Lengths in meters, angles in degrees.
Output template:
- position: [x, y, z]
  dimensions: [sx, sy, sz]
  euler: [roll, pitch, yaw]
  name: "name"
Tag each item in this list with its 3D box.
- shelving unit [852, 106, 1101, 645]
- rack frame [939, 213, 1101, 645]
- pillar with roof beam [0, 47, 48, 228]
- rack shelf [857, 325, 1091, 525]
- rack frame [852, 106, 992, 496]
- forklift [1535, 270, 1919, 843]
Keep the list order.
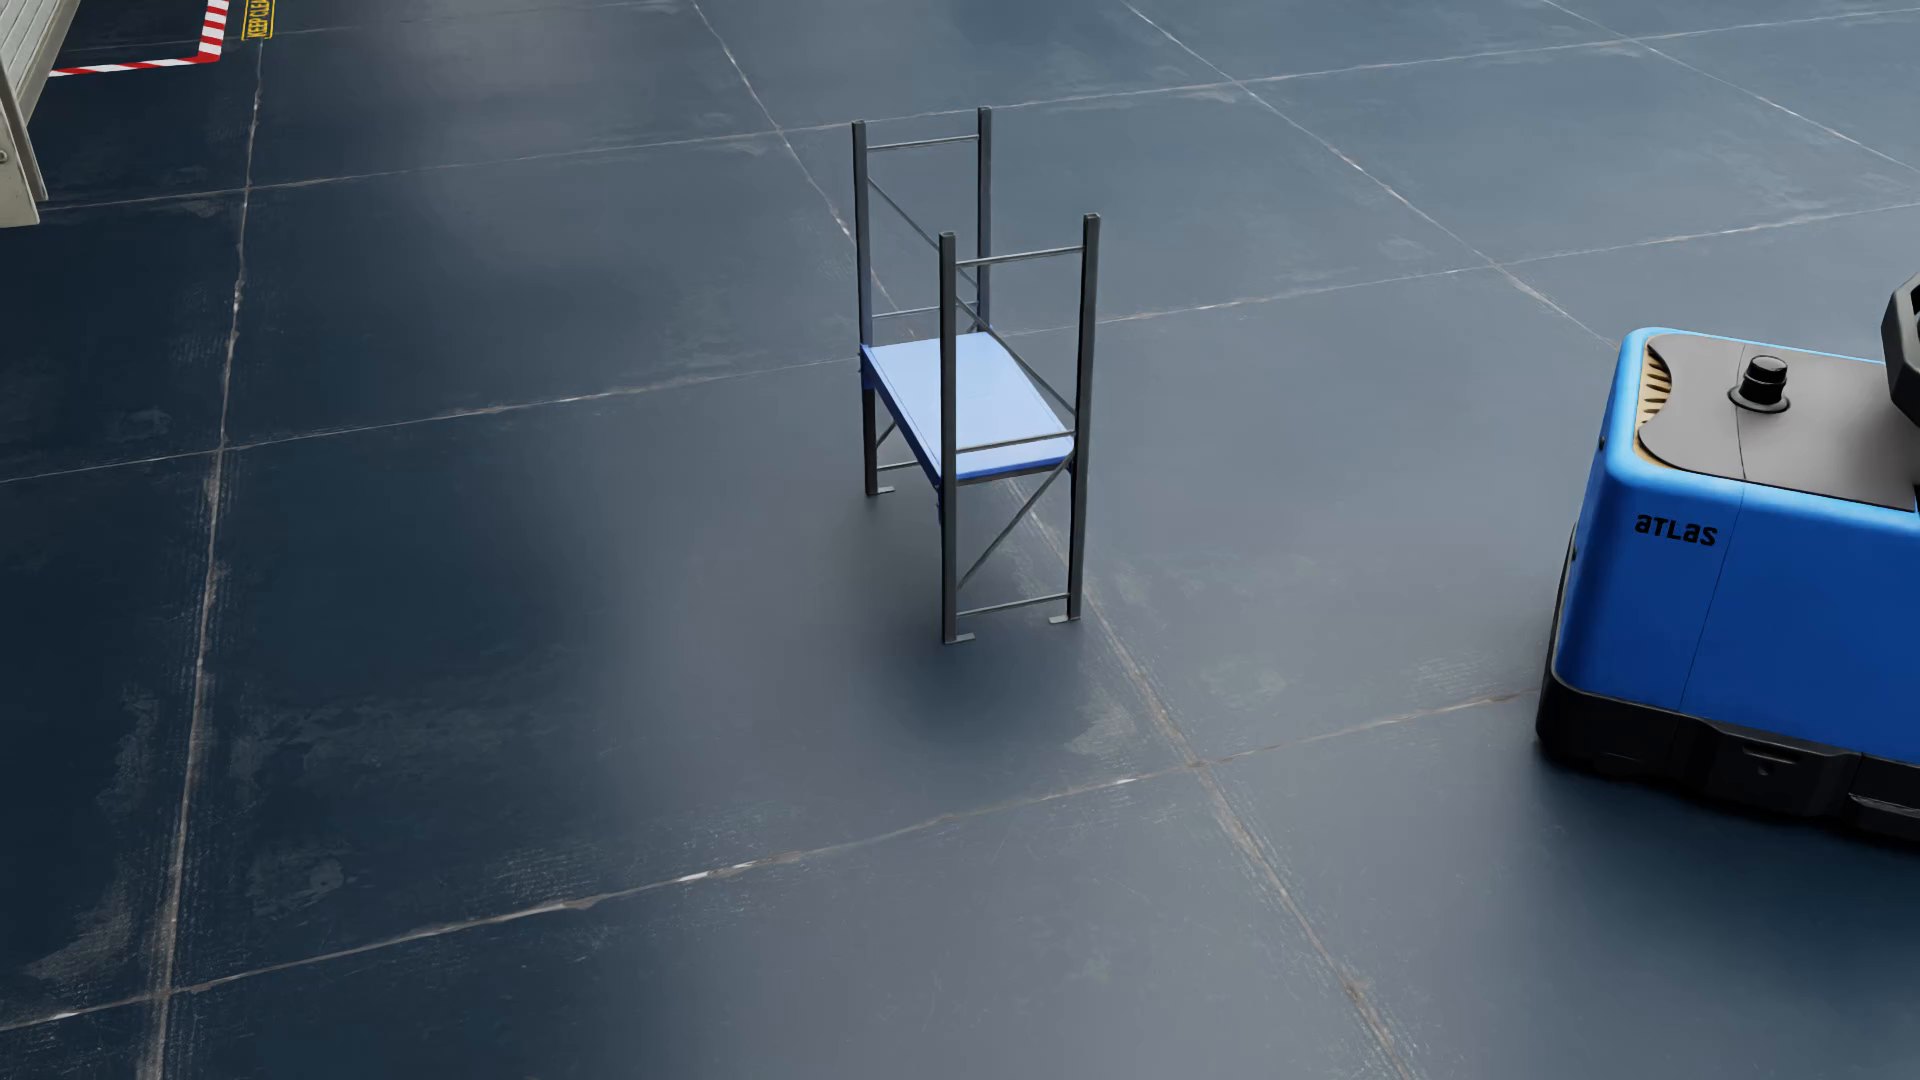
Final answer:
- position: [0.026, -0.581, 5.769]
  dimensions: [0.538, 1.500, 1.048]
  euler: [-10, 35, -15]
  name: "shelving unit"
- position: [0.181, -0.314, 5.365]
  dimensions: [0.500, 1.500, 0.032]
  euler: [-10, 35, -15]
  name: "rack frame"
- position: [-0.969, -6.224, 7.507]
  dimensions: [9.100, 9.000, 0.400]
  euler: [-10, 35, -15]
  name: "pillar with roof beam"
- position: [0.026, -0.431, 5.868]
  dimensions: [0.538, 0.185, 1.000]
  euler: [-10, 35, -15]
  name: "rack shelf"
- position: [-0.129, -0.848, 6.173]
  dimensions: [0.500, 1.500, 0.032]
  euler: [-10, 35, -15]
  name: "rack frame"
- position: [3.374, -0.484, 4.324]
  dimensions: [3.031, 2.935, 1.130]
  euler: [12, 35, 18]
  name: "forklift"
